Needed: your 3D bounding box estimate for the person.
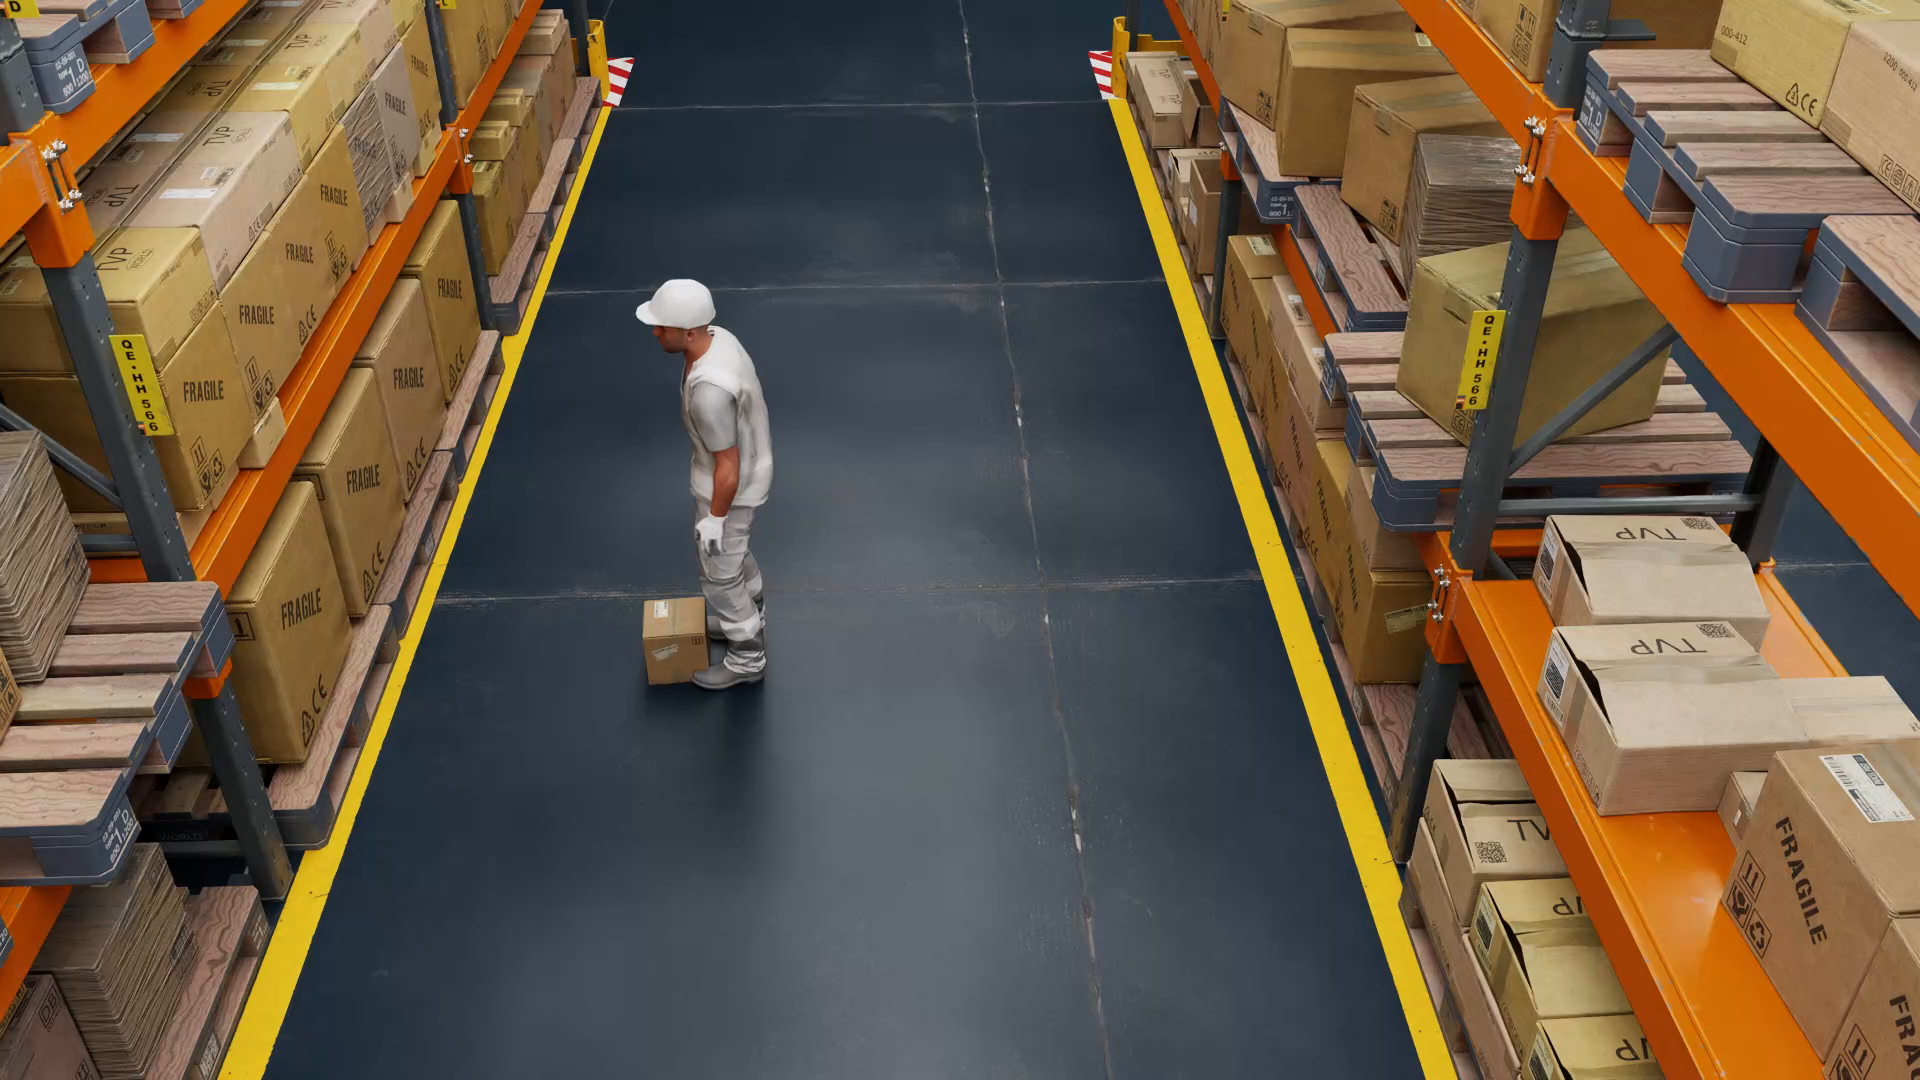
[{"bbox_3d":[-0.940,-0.207,6.428,0.447,1.780,0.619,-3,35,-5],"label":"person"}]
